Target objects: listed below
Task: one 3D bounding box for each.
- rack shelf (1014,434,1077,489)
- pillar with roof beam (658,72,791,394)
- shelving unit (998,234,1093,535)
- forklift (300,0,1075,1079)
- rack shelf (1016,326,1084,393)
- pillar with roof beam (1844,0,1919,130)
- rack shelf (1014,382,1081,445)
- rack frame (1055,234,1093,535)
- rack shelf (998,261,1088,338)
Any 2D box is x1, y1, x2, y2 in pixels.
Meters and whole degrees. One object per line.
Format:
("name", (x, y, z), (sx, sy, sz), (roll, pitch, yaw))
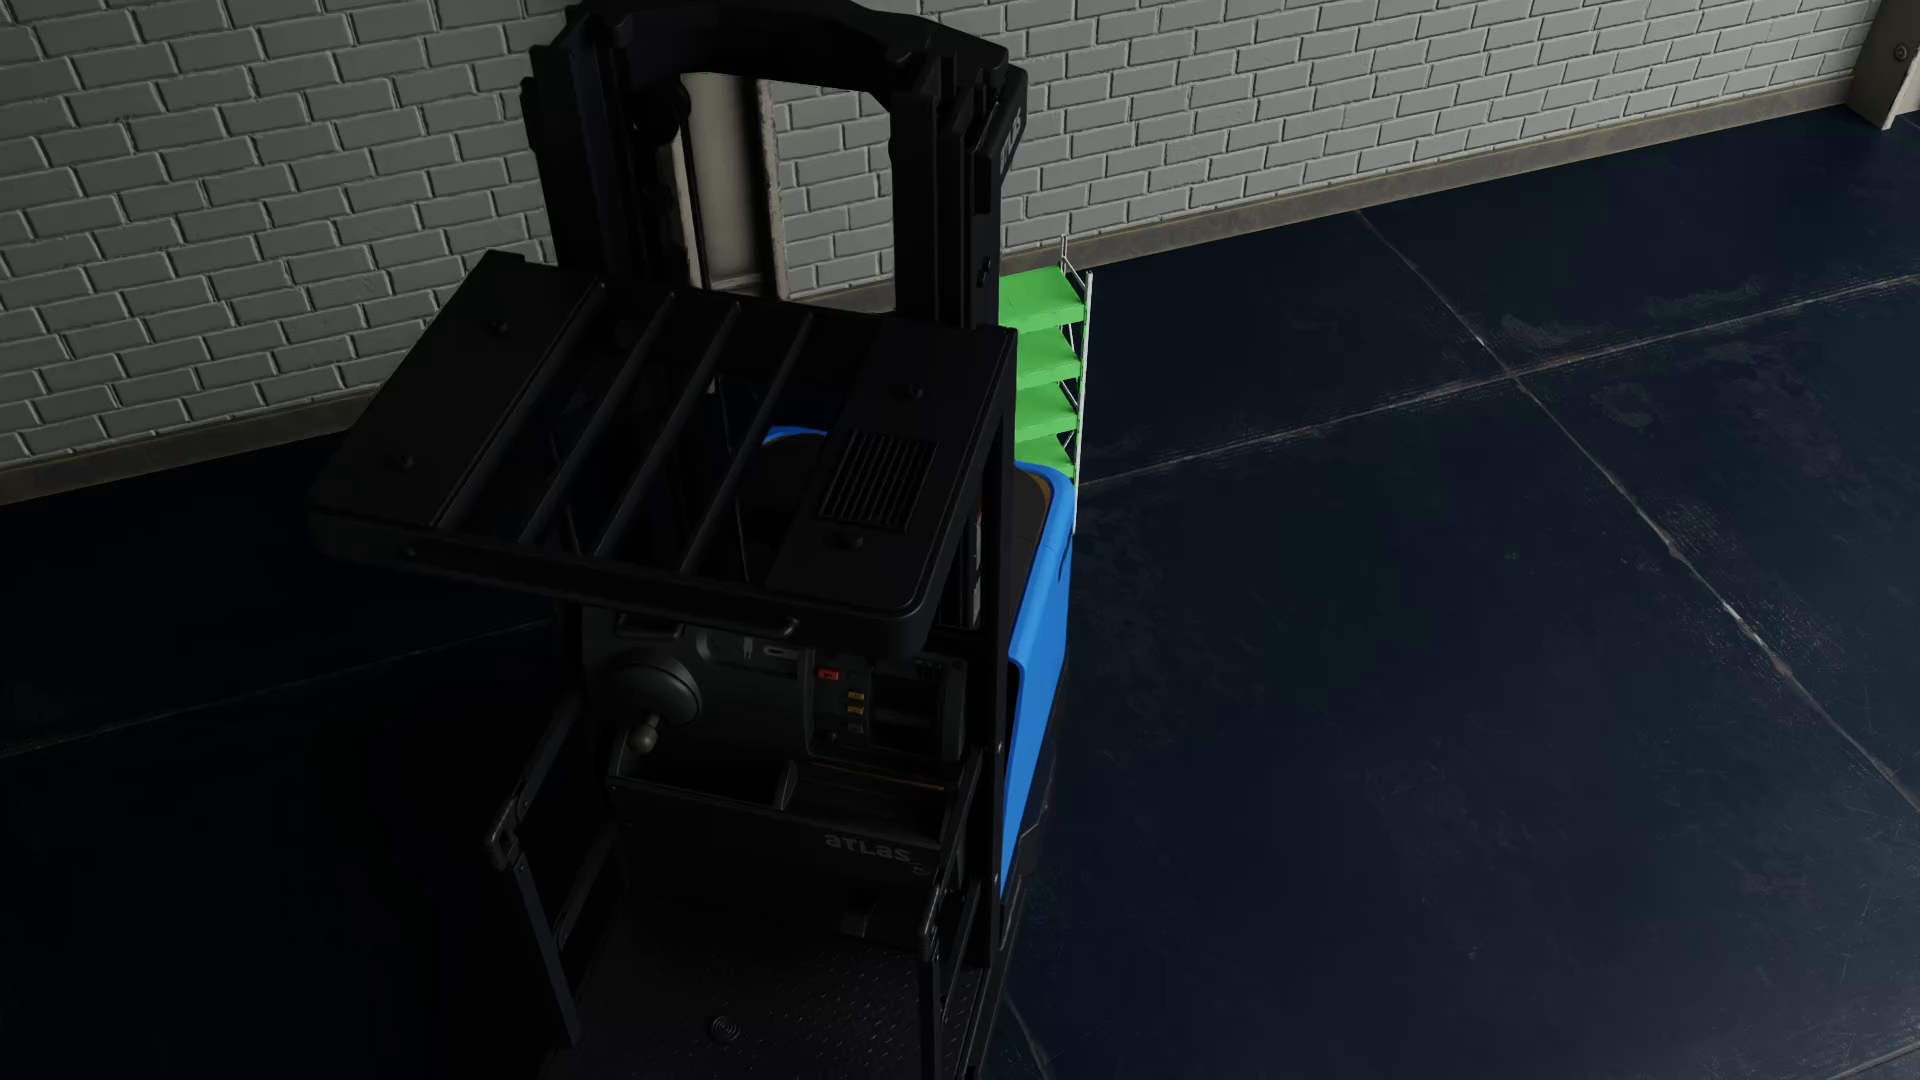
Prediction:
("rack shelf", (0.156, -0.249, 6.080), (0.480, 0.148, 0.258), (-14, 47, -14))
("pillar with roof beam", (0.545, -1.060, 0.953), (0.400, 9.000, 9.100), (-14, 47, -14))
("shelving unit", (0.156, -0.463, 5.865), (0.503, 1.200, 0.258), (-14, 47, -14))
("forklift", (-0.488, 0.446, 3.736), (1.130, 2.935, 3.031), (10, 46, 10))
("rack shelf", (0.156, -0.588, 5.740), (0.480, 0.148, 0.258), (-14, 47, -14))
("pillar with roof beam", (6.188, -2.503, 2.391), (0.400, 9.000, 9.100), (-14, 47, -14))
("rack shelf", (0.156, -0.418, 5.910), (0.480, 0.148, 0.258), (-14, 47, -14))
("rack frame", (0.385, -0.522, 5.923), (0.015, 1.200, 0.240), (-14, 47, -14))
("rack shelf", (0.156, -0.757, 5.570), (0.480, 0.148, 0.258), (-14, 47, -14))
